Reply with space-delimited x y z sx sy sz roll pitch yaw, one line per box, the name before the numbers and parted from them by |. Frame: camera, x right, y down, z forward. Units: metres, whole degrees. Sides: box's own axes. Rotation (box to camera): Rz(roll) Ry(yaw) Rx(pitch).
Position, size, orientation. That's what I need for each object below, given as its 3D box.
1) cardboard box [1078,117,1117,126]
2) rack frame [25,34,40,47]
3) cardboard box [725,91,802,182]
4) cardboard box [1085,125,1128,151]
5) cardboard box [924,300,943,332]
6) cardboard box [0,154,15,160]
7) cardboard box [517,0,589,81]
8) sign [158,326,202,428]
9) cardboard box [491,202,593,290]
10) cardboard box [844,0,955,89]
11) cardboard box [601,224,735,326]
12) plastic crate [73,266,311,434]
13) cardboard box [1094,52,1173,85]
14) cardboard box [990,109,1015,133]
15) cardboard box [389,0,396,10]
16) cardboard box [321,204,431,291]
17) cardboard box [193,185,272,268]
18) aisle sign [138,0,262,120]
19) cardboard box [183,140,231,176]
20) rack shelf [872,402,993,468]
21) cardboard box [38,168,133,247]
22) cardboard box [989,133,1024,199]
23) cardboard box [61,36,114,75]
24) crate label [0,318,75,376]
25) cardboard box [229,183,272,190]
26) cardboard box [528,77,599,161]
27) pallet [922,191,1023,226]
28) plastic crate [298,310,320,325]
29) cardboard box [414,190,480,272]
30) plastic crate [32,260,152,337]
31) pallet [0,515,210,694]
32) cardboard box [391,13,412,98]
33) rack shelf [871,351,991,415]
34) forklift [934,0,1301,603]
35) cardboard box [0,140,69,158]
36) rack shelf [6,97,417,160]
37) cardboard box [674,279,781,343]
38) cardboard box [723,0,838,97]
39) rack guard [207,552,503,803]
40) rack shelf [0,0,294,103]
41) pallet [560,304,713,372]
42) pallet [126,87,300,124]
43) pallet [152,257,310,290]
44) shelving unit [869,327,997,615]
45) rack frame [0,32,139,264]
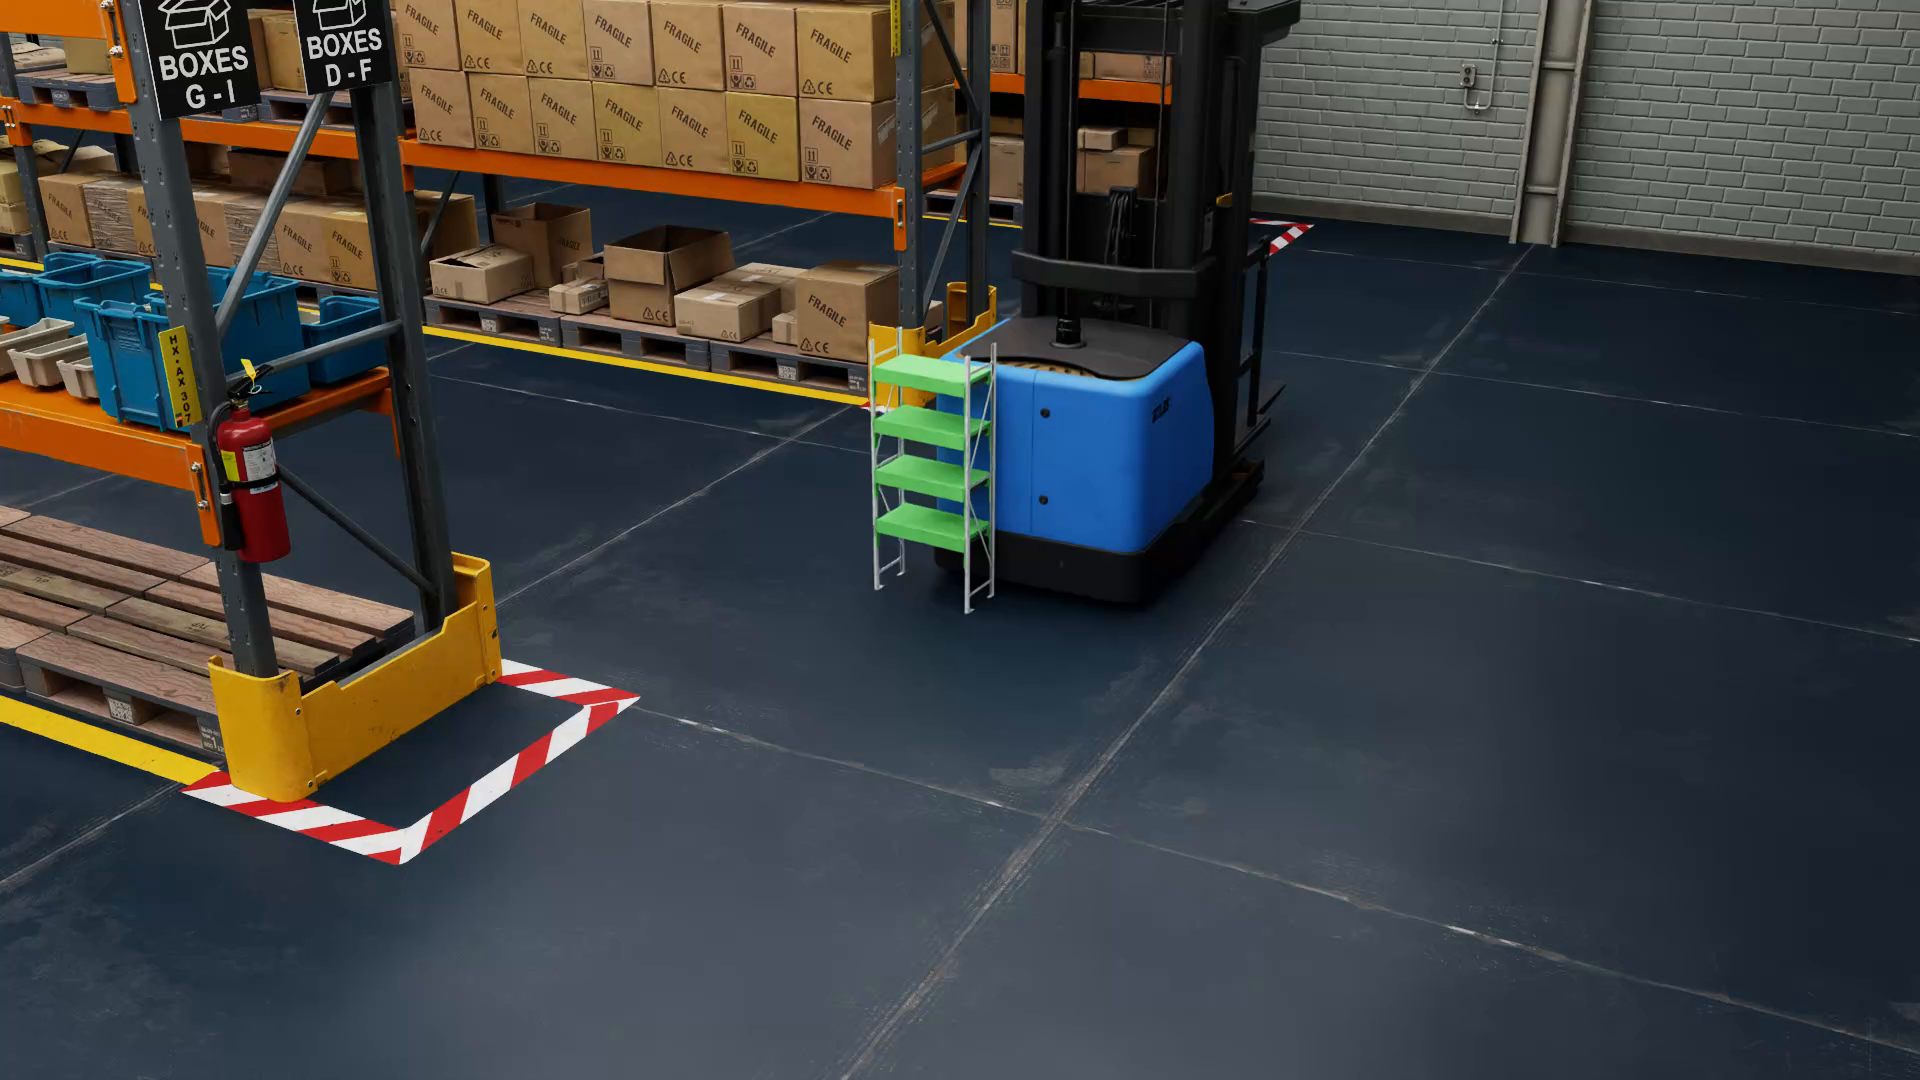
cardboard box | 1.222 -3.682 14.903 0.250 0.149 0.380 11 26 25
rack frame | -12.137 -6.940 20.736 0.127 3.000 1.000 11 25 25
cardboard box | -1.077 -2.504 10.178 0.500 0.500 0.500 11 26 25
cardboard box | 1.276 -3.504 14.485 0.250 0.149 0.380 11 25 24
cardboard box | -0.308 -1.468 10.951 0.250 0.149 0.380 11 25 25
cardboard box | -8.274 -3.078 13.916 0.500 0.311 0.500 11 25 24
cardboard box | -2.447 -3.233 10.614 0.500 0.500 0.500 10 25 23
sign | -2.562 -0.535 5.466 0.005 0.325 0.100 11 25 25
cardboard box | -3.023 -2.141 12.083 0.500 0.500 0.500 11 25 25
cardboard box | -0.367 -3.060 10.208 0.500 0.500 0.500 12 26 26
cardboard box | -1.980 -1.814 11.310 0.637 0.503 0.797 11 25 25
plastic crate | -2.711 -0.692 5.923 0.499 0.435 0.616 11 25 25
cardboard box | 1.682 -4.339 14.237 0.700 0.700 0.980 12 26 27
cardboard box | 0.316 -3.861 15.324 0.250 0.149 0.380 11 25 24
cardboard box | -5.932 -5.944 17.705 0.500 0.500 0.700 9 25 20
cardboard box | -4.229 -2.129 12.056 0.500 0.500 0.500 11 25 24
cardboard box | -5.569 -2.397 12.686 0.500 0.500 0.500 10 25 23
aisle sign | -2.396 -1.736 5.177 0.004 0.787 0.394 11 25 25
cardboard box | -6.236 -3.102 13.385 0.500 0.250 0.500 12 26 27
rack shelf | -0.119 -0.470 7.373 0.480 0.148 0.258 13 26 28
cardboard box | -6.952 -2.668 13.324 0.500 0.500 0.500 12 26 27
cardboard box | 0.577 -3.423 15.124 0.500 0.500 0.700 10 25 23
cardboard box | -6.616 -3.964 13.074 0.500 0.500 0.700 3 23 7
crate label | -3.649 -0.738 6.414 0.243 0.136 0.396 11 25 25
cardboard box | -5.356 -2.584 13.124 0.500 0.500 0.500 10 25 23
cardboard box | -2.424 -2.773 10.809 0.500 0.500 0.500 11 25 24
pallet | 0.309 -3.161 15.414 1.213 0.211 1.003 11 25 25
plastic crate | -2.649 -0.805 6.570 0.298 0.136 0.250 11 25 25
cardboard box | -3.981 -2.313 12.488 0.500 0.500 0.500 10 25 22
plastic crate | -3.575 -0.996 6.897 0.300 0.233 0.416 11 25 25
pallet | -4.131 0.254 7.384 1.213 0.211 1.003 11 25 25
cardboard box | -3.981 -3.491 11.962 0.500 0.500 0.700 3 23 7
rack shelf | -0.119 -0.691 7.279 0.480 0.148 0.258 13 26 28
forklift | 0.974 -1.609 8.288 1.130 2.935 3.031 11 25 24
cardboard box | -8.036 -3.267 14.360 0.500 0.311 0.500 11 25 23
rack shelf | -5.444 -3.112 12.655 4.000 0.370 1.077 11 25 25
cardboard box | -1.520 -1.509 10.917 0.500 0.250 0.500 11 25 25
cardboard box | -1.062 -2.961 9.976 0.500 0.500 0.500 12 26 26
rack guard | -2.301 0.495 6.446 0.348 0.500 1.175 11 25 25
rack shelf | -4.113 -2.057 6.341 4.000 0.370 1.077 11 25 25
pallet | -1.954 -1.470 11.438 1.213 0.211 1.003 11 25 25
pallet | -5.491 -3.366 12.578 1.213 0.211 1.003 11 25 25
pallet | -5.495 -2.152 13.041 1.213 0.211 1.003 11 25 25
shelving unit | -0.118 -0.308 7.442 0.503 1.200 0.258 13 26 28
rack frame | -7.229 -3.797 13.344 0.127 3.000 1.000 11 25 25
